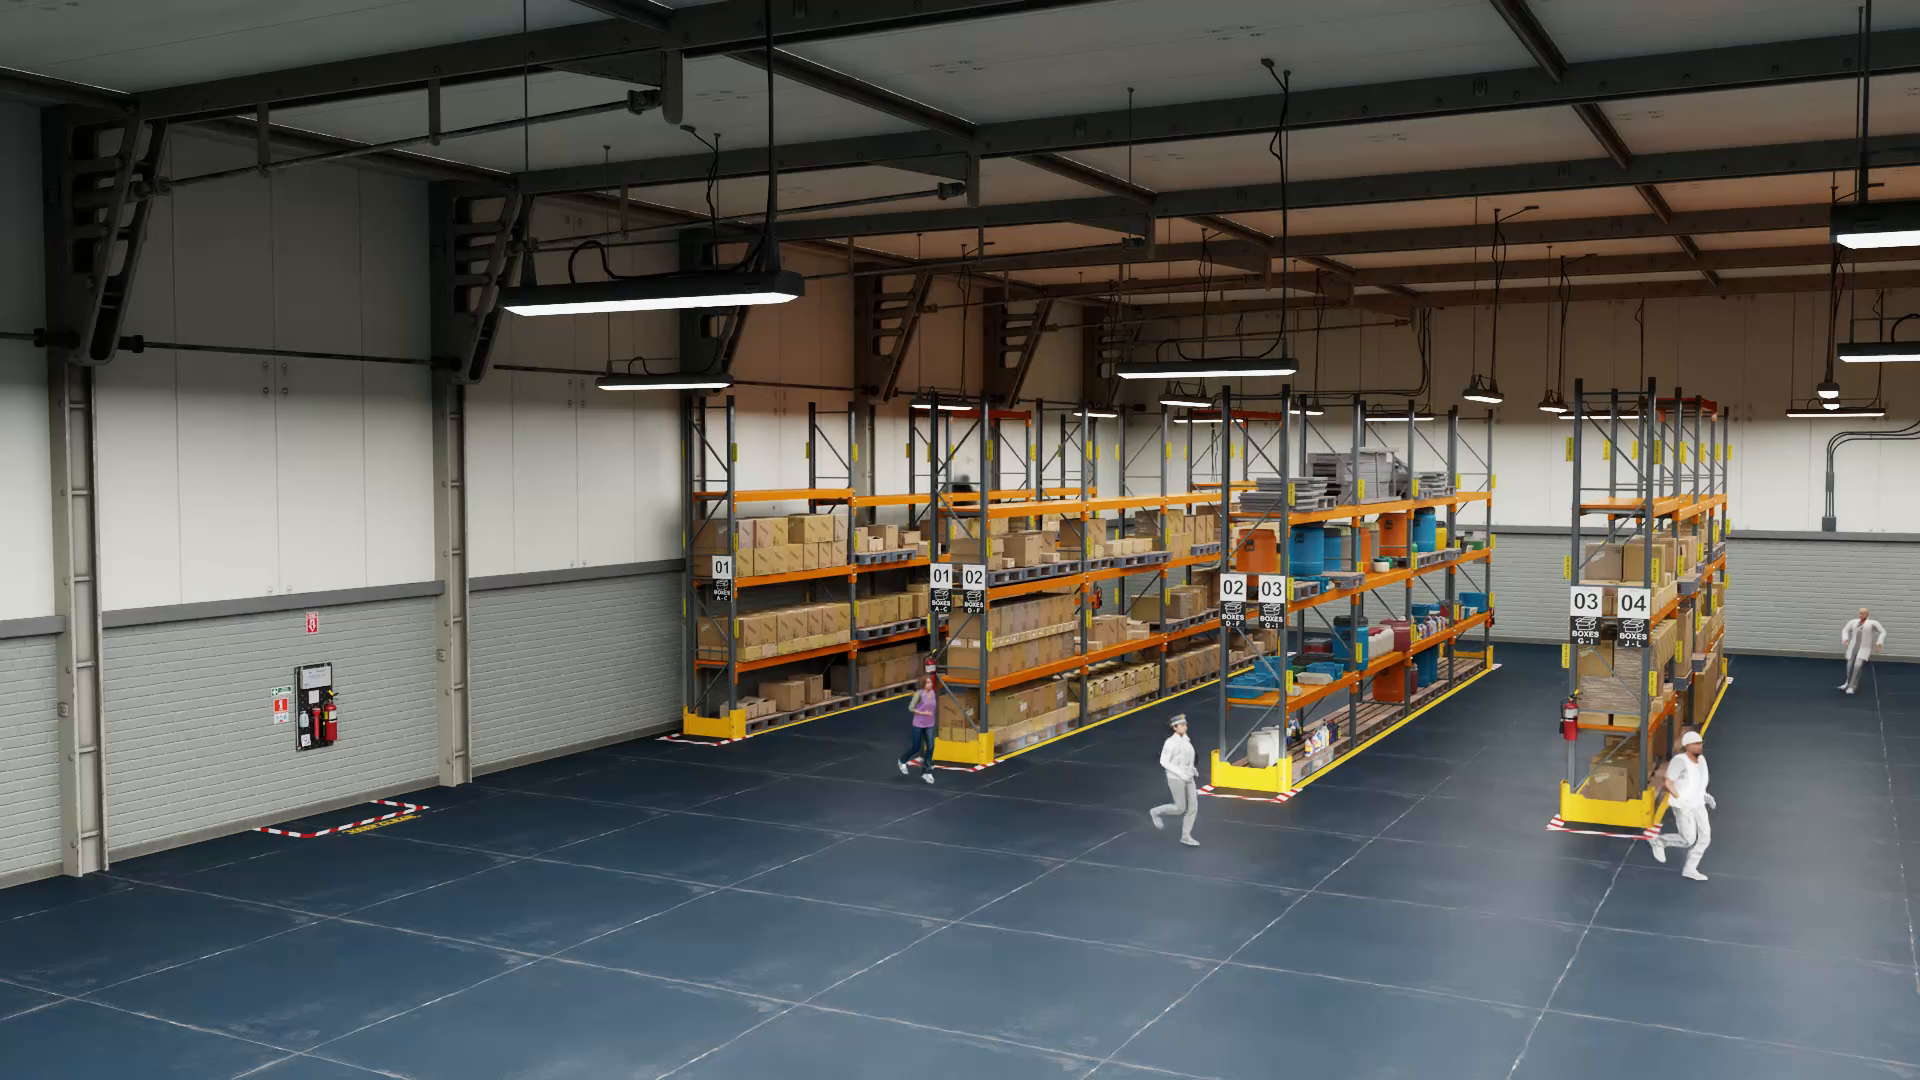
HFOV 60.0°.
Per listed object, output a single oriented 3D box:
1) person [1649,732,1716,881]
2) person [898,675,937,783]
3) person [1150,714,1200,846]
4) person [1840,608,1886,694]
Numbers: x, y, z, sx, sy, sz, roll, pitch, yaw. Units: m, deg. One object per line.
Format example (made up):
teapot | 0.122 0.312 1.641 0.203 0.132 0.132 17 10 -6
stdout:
person | 8.525 3.105 19.618 0.672 1.734 0.694 -2 3 -30
person | -0.578 2.866 25.459 0.547 1.602 0.807 -2 4 -37
person | 2.800 3.050 21.332 0.729 1.667 0.615 3 4 45
person | 18.718 2.293 34.599 0.855 1.775 0.847 -2 4 -39
